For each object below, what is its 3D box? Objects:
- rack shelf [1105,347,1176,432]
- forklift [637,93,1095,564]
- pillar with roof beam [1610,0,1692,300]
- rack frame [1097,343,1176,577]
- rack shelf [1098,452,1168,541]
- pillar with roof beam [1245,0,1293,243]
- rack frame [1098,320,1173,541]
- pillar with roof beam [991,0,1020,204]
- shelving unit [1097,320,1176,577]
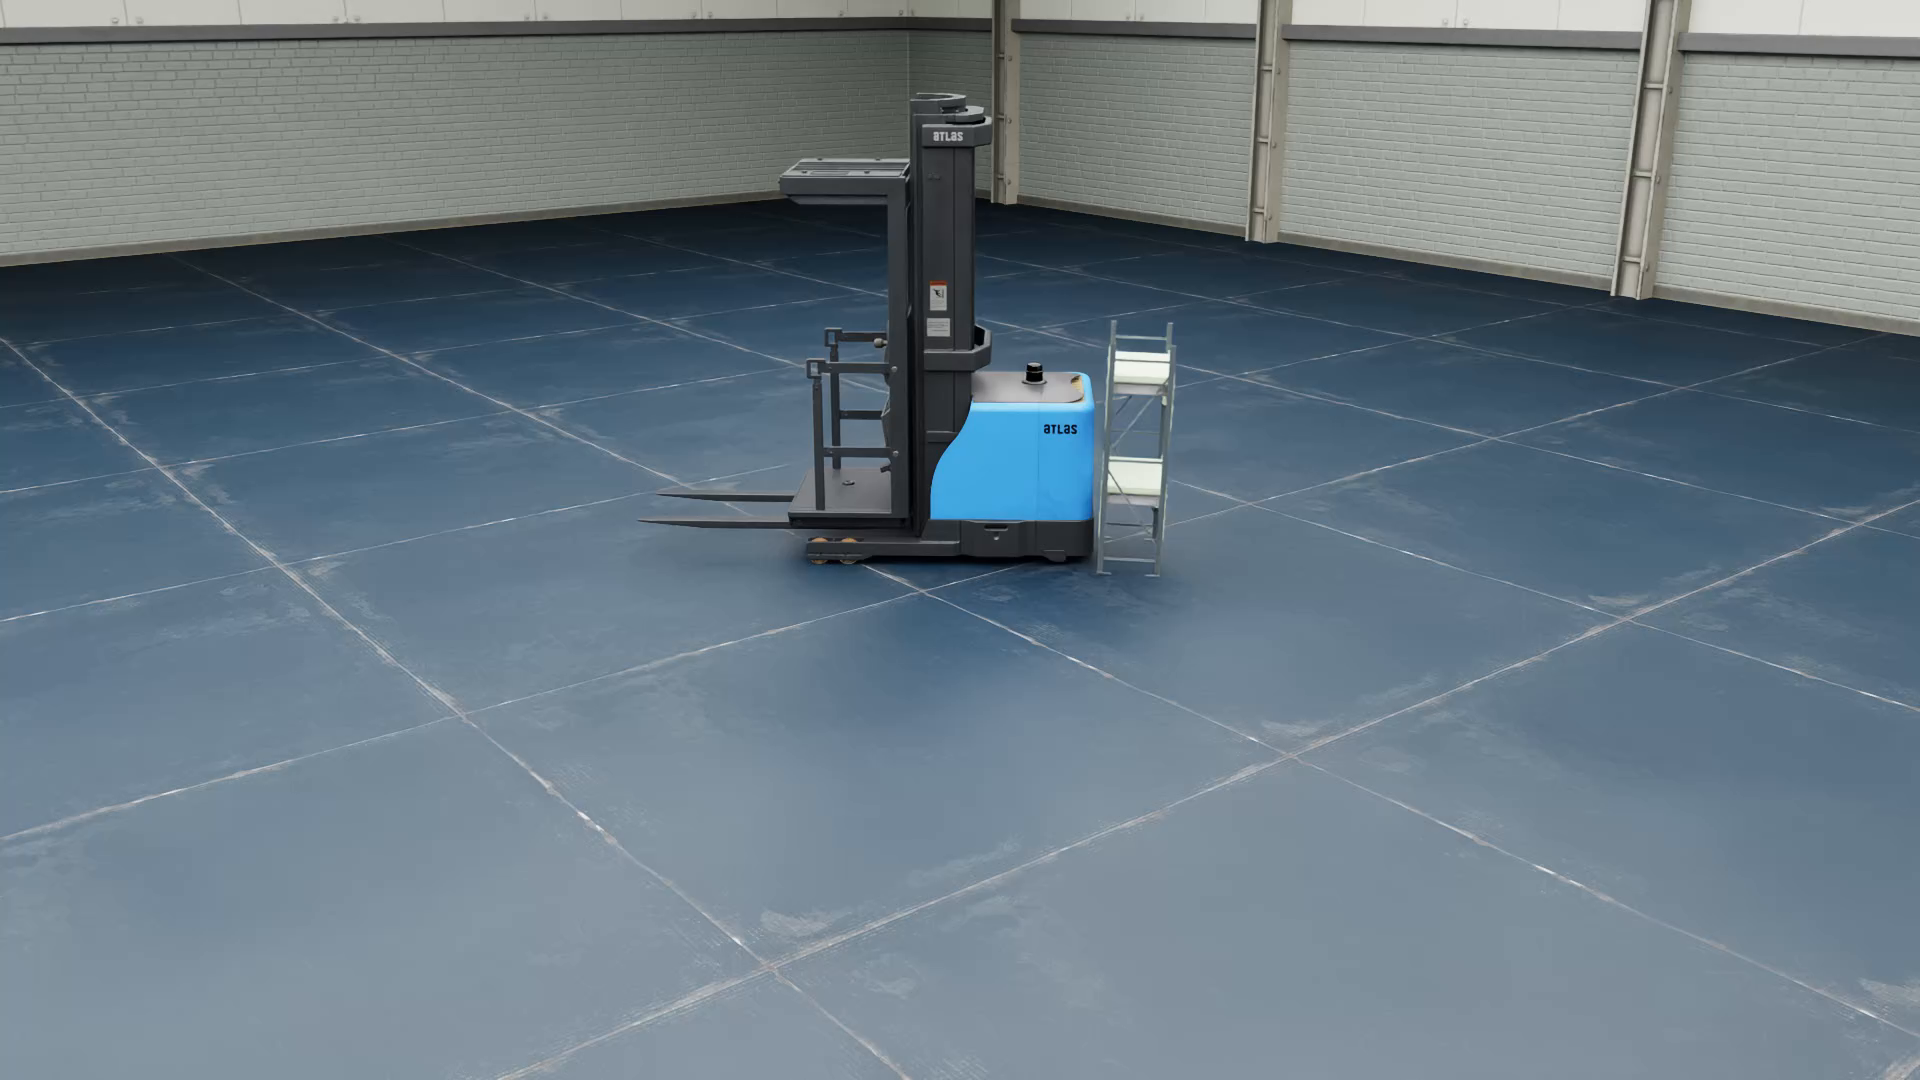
[{"bbox_3d":[1.147,-0.972,10.648,0.431,0.370,0.720,3,19,4],"label":"rack shelf"},{"bbox_3d":[-0.624,-1.399,10.924,3.031,2.935,1.130,1,18,2],"label":"forklift"},{"bbox_3d":[4.862,-6.422,16.442,9.100,9.000,0.400,-14,23,-36],"label":"pillar with roof beam"},{"bbox_3d":[1.102,-0.487,10.426,0.400,1.500,0.023,3,19,4],"label":"rack frame"},{"bbox_3d":[1.125,-0.293,10.876,0.431,0.370,0.720,3,19,4],"label":"rack shelf"},{"bbox_3d":[1.137,-7.901,20.907,9.100,9.000,0.400,-14,23,-36],"label":"pillar with roof beam"},{"bbox_3d":[1.168,-0.717,11.118,0.400,1.500,0.023,3,19,4],"label":"rack frame"},{"bbox_3d":[-2.589,-9.379,25.371,9.100,9.000,0.400,-14,23,-36],"label":"pillar with roof beam"},{"bbox_3d":[1.135,-0.602,10.772,0.431,1.500,0.755,3,19,4],"label":"shelving unit"}]
